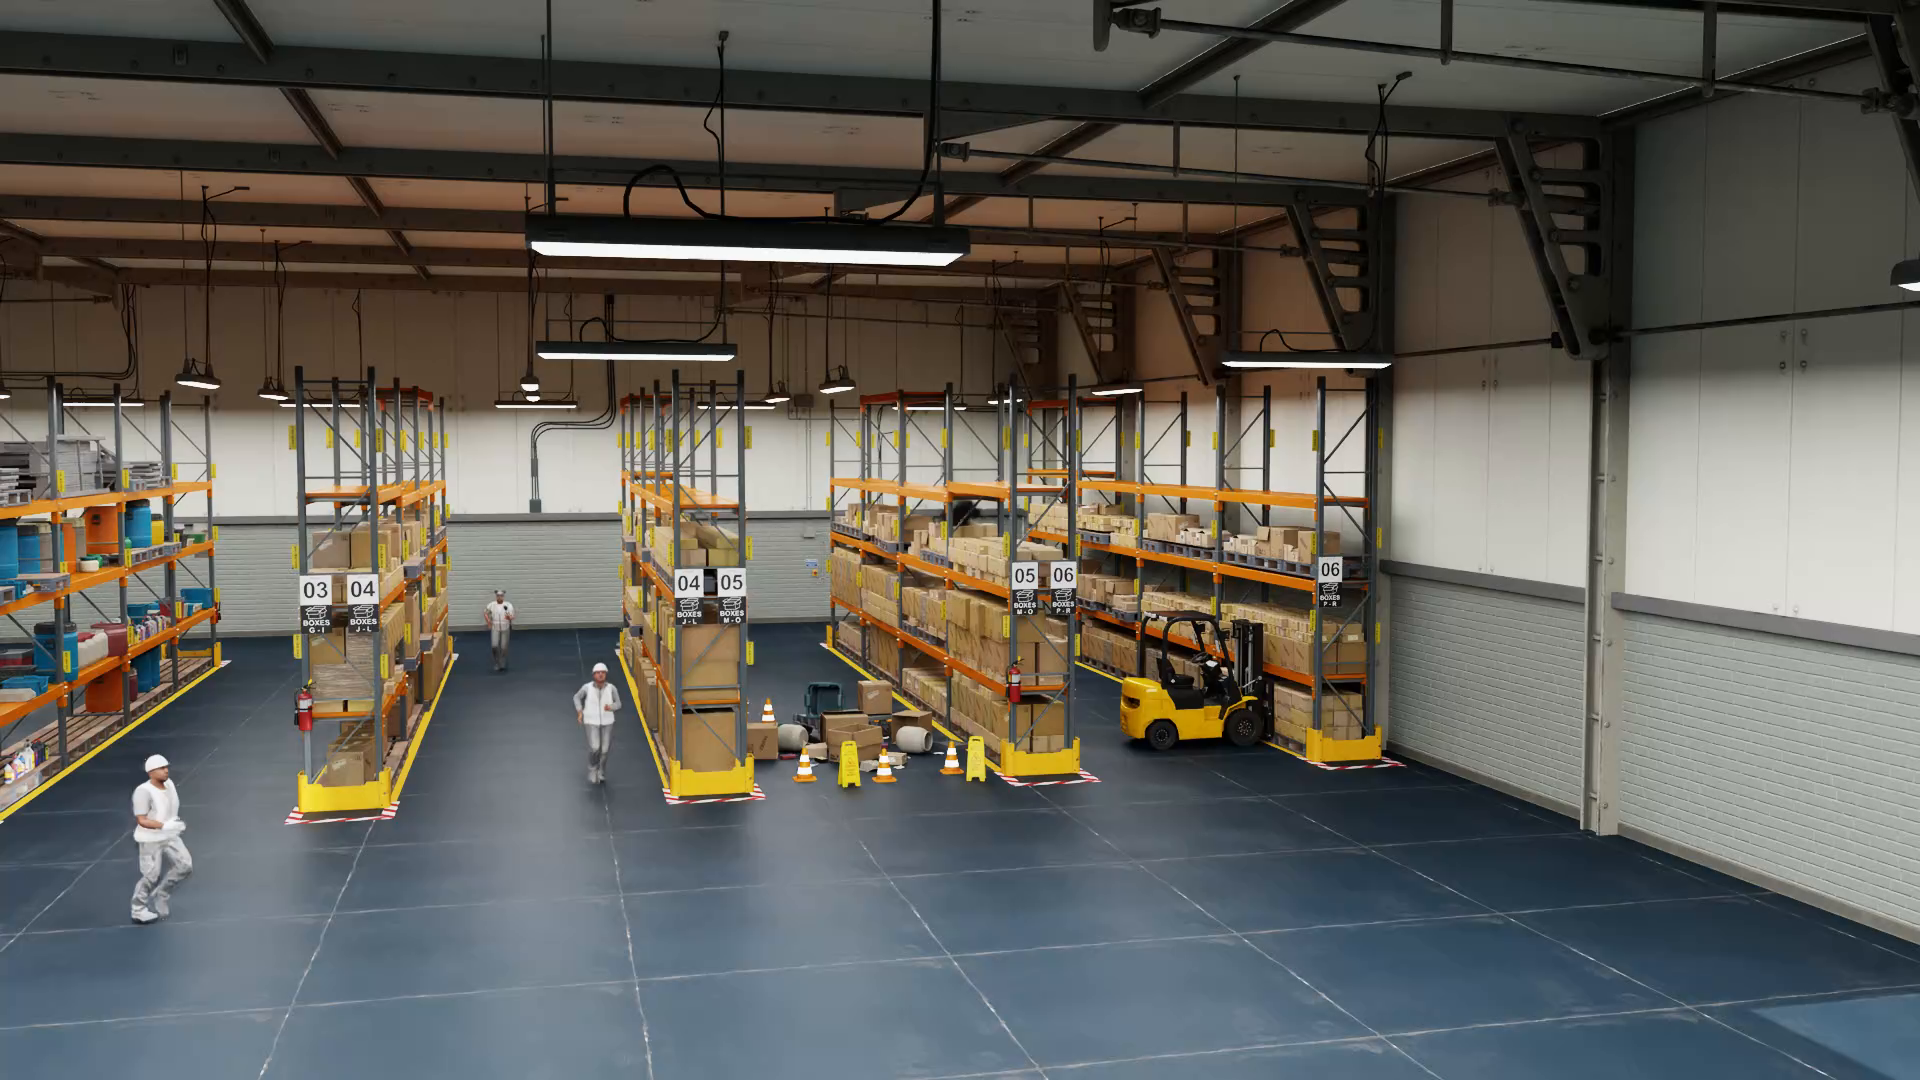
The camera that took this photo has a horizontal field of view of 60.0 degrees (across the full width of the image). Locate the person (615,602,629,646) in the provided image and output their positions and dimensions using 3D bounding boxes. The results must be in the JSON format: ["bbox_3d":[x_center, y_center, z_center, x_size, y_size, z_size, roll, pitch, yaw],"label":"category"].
[{"bbox_3d":[-7.963,1.832,40.423,0.778,1.520,0.616,-1,4,-18],"label":"person"}]

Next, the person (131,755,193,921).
[{"bbox_3d":[-8.266,3.082,17.238,0.738,1.734,0.667,1,4,15],"label":"person"}]

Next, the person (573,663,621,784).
[{"bbox_3d":[-5.255,2.670,24.221,0.644,1.751,0.642,-1,4,-23],"label":"person"}]

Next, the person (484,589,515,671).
[{"bbox_3d":[-10.019,1.972,36.211,0.641,1.814,0.672,-1,4,-17],"label":"person"}]
